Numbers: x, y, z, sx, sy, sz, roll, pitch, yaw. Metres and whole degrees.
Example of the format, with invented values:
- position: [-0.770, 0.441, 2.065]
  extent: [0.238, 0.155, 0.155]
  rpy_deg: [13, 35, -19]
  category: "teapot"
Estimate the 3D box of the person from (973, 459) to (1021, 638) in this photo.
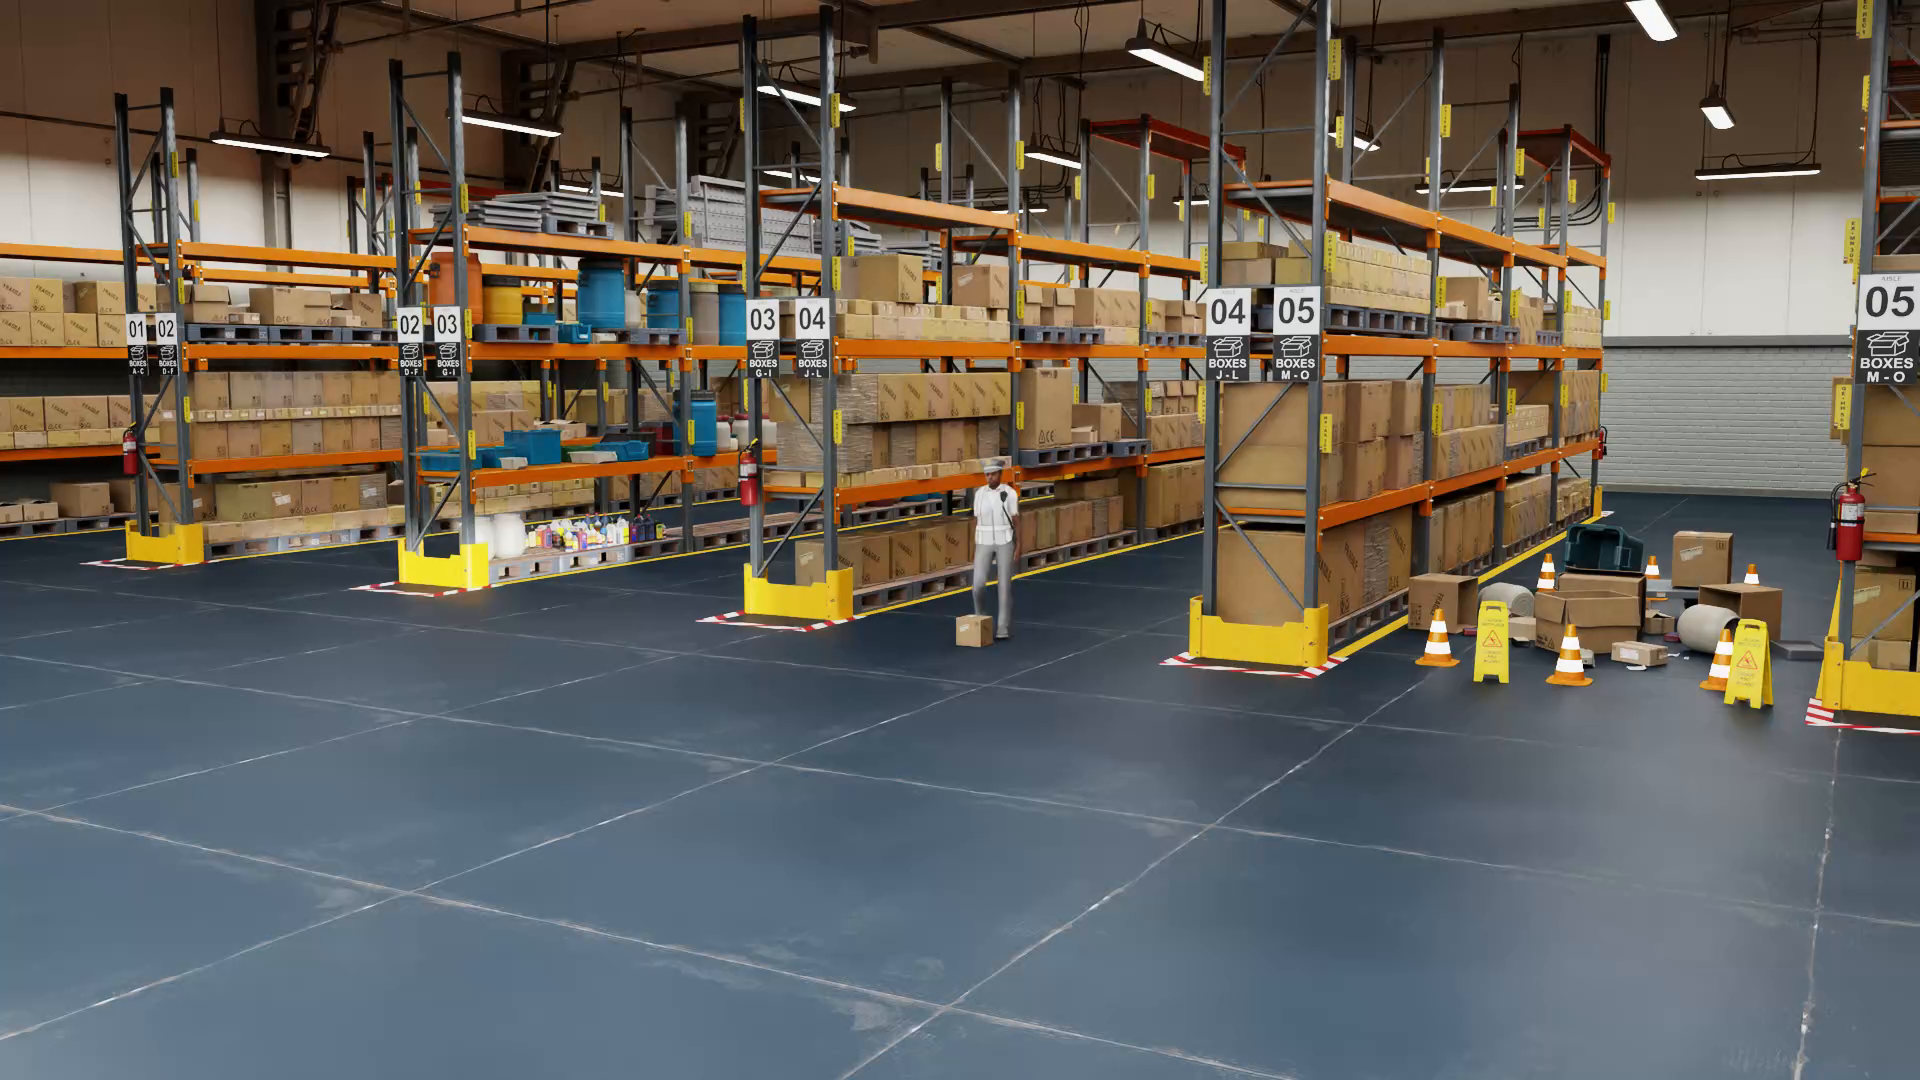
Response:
- position: [0.338, 0.080, 15.513]
  extent: [0.465, 1.683, 0.421]
  rpy_deg: [1, 6, 11]
  category: "person"
